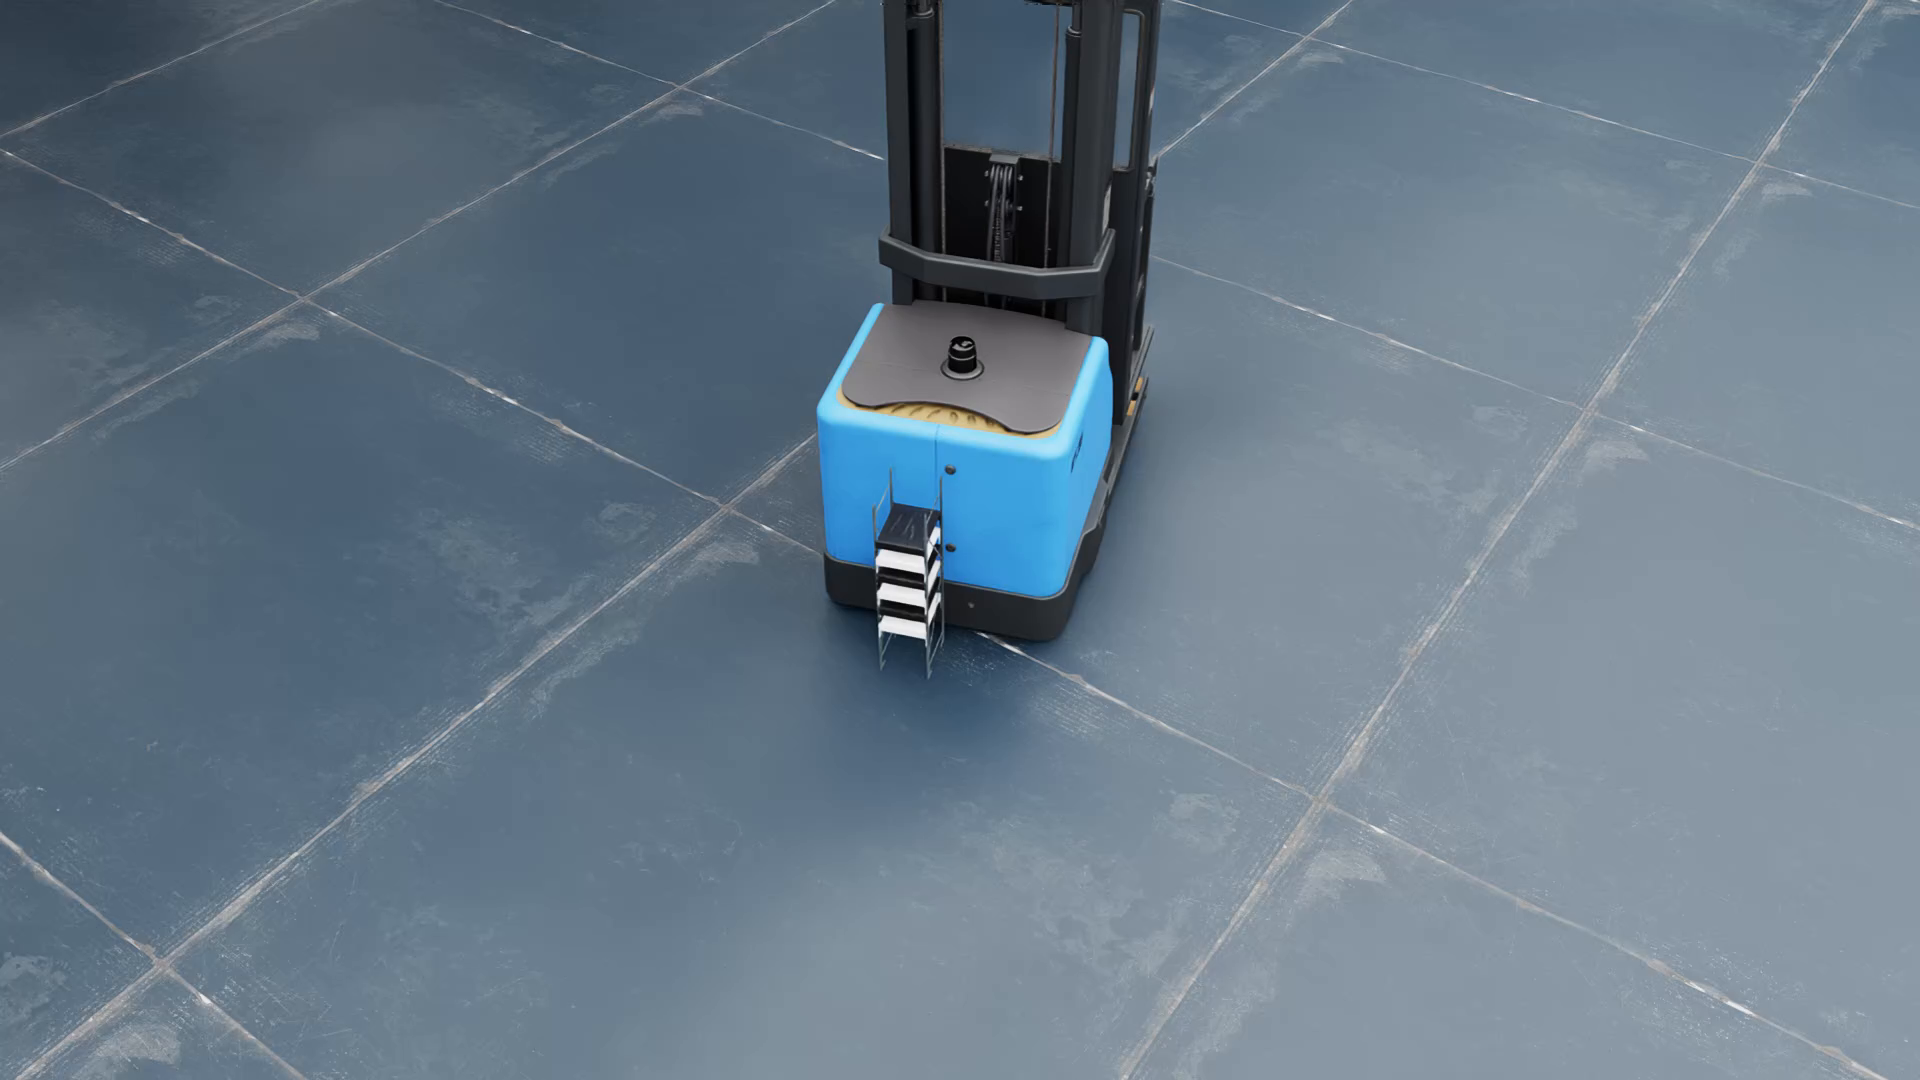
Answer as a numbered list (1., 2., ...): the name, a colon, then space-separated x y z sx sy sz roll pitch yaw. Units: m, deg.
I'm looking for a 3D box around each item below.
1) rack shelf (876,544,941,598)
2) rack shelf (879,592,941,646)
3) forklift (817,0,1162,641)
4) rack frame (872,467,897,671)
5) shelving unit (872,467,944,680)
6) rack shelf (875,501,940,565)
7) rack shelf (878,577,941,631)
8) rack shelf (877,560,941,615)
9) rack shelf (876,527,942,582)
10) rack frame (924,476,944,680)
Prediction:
1. rack shelf: -0.199 0.105 6.621 0.200 0.077 0.258 10 43 11
2. rack shelf: -0.199 0.305 6.801 0.200 0.077 0.258 10 43 11
3. forklift: 0.304 -1.668 7.165 1.130 2.935 3.031 10 43 11
4. rack frame: -0.298 0.129 6.679 0.006 0.900 0.240 10 43 11
5. shelving unit: -0.199 0.147 6.659 0.210 0.900 0.258 10 43 11
6. rack shelf: -0.200 -0.029 6.500 0.200 0.077 0.258 10 43 11
7. rack shelf: -0.199 0.238 6.741 0.200 0.077 0.258 10 43 11
8. rack shelf: -0.199 0.172 6.681 0.200 0.077 0.258 10 43 11
9. rack shelf: -0.200 0.038 6.561 0.200 0.077 0.258 10 43 11
10. rack frame: -0.101 0.165 6.639 0.006 0.900 0.240 10 43 11
